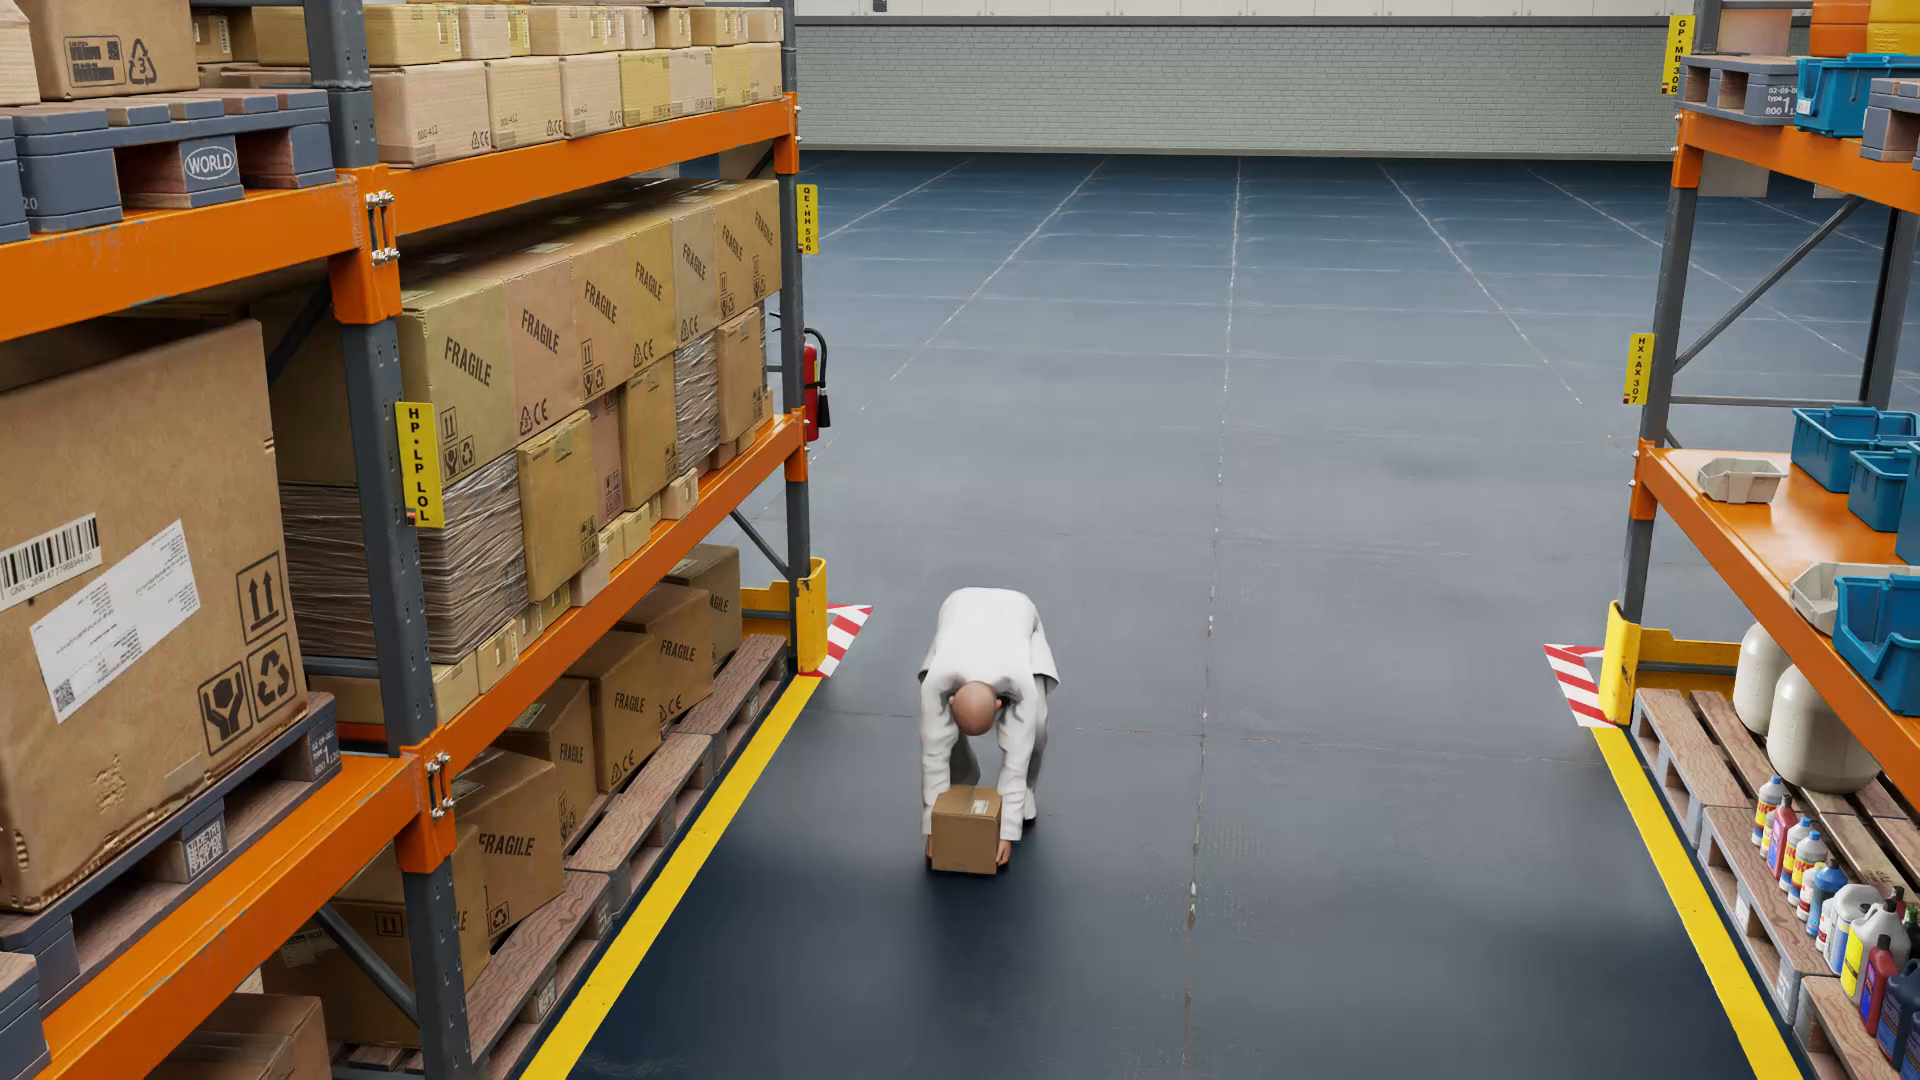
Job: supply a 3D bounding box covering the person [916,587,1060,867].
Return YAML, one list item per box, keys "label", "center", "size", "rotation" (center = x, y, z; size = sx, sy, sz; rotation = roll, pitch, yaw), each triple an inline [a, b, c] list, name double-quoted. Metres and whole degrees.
- label: "person"
  center: [0.100, 0.708, 6.703]
  size: [0.590, 0.952, 0.946]
  rotation: [2, 18, 6]
